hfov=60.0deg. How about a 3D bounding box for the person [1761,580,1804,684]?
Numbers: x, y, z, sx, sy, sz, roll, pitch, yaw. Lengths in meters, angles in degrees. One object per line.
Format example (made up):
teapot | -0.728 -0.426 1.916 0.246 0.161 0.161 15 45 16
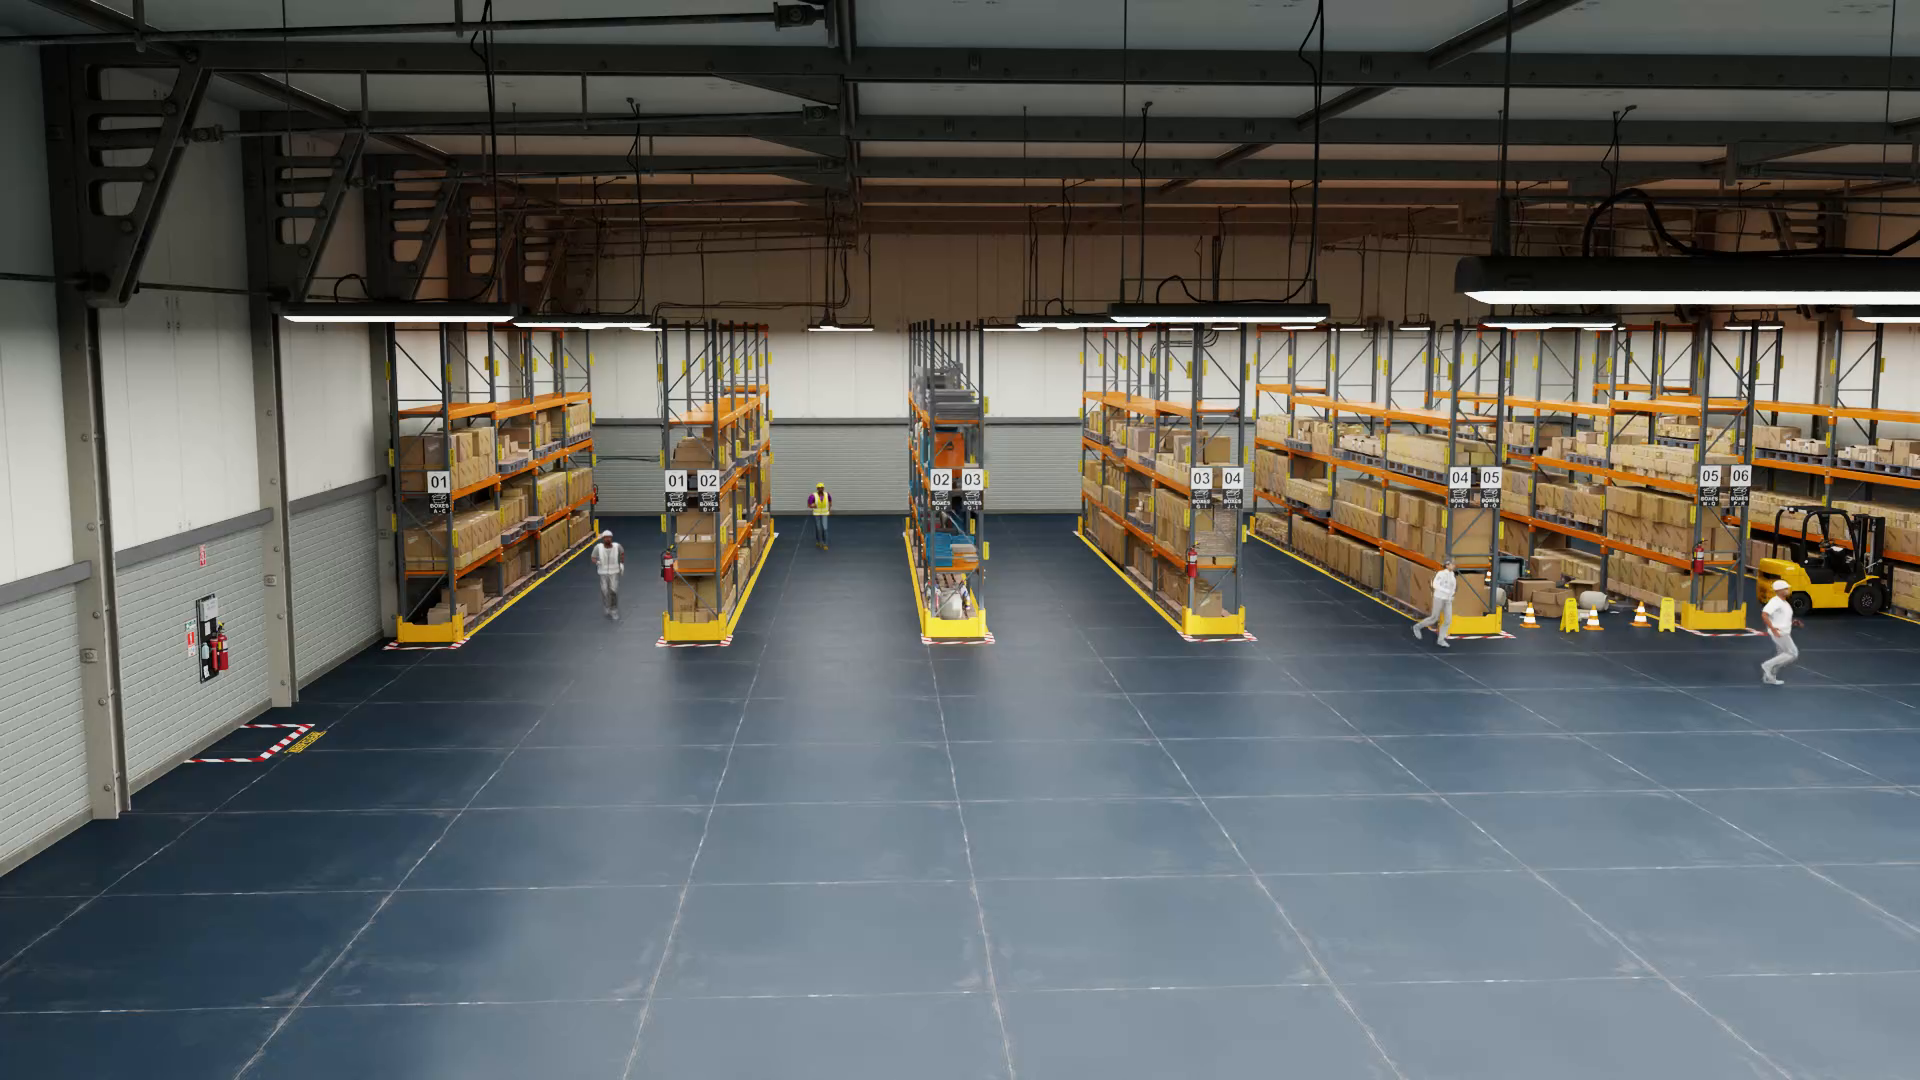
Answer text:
person | 13.432 1.515 27.143 0.584 1.719 0.691 5 9 34

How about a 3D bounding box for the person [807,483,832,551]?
person | -3.740 -0.630 44.389 0.677 1.815 0.797 -1 7 -9

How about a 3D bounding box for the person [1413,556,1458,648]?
person | 8.944 1.111 30.883 0.642 1.643 0.851 -5 9 -35

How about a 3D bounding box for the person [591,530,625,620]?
person | -7.103 0.715 33.542 0.664 1.832 0.749 -1 7 -9
